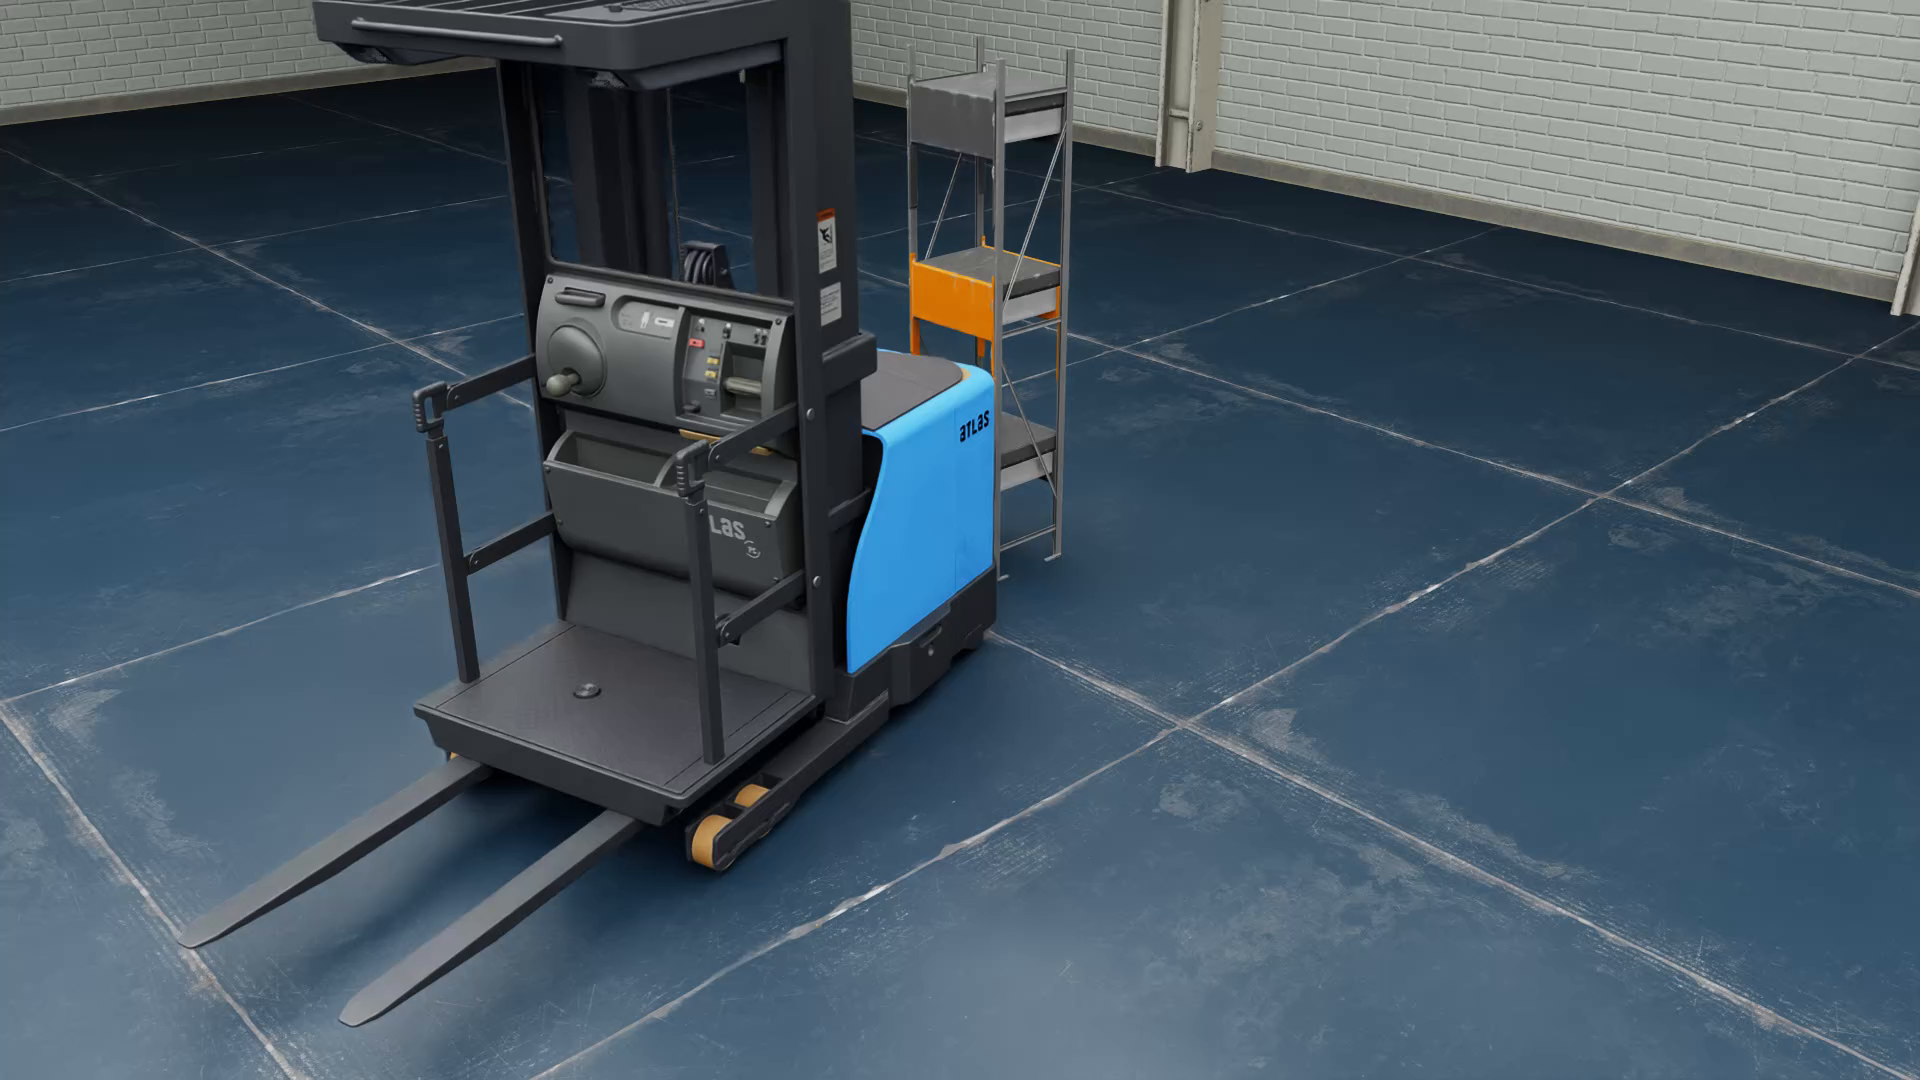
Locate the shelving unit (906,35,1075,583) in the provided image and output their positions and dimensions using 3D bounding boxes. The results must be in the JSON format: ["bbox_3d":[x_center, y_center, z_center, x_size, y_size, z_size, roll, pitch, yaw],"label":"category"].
[{"bbox_3d":[0.113,-0.905,6.704,0.431,2.100,0.503,-21,32,-38],"label":"shelving unit"}]

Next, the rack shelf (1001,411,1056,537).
[{"bbox_3d":[0.113,-0.256,7.000,0.431,0.518,0.480,-21,32,-38],"label":"rack shelf"}]

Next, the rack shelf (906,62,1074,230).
[{"bbox_3d":[0.113,-1.530,6.419,0.431,0.518,0.480,-21,32,-38],"label":"rack shelf"}]

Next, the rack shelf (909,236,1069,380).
[{"bbox_3d":[0.113,-0.893,6.710,0.431,0.518,0.480,-21,32,-38],"label":"rack shelf"}]

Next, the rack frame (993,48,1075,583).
[{"bbox_3d":[0.280,-0.831,6.542,0.400,2.100,0.015,-21,32,-38],"label":"rack frame"}]

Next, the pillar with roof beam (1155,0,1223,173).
[{"bbox_3d":[-1.220,-6.080,9.734,9.100,9.000,0.400,-21,32,-38],"label":"pillar with roof beam"}]

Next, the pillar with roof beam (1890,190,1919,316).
[{"bbox_3d":[2.881,-4.262,5.750,9.100,9.000,0.400,-21,32,-38],"label":"pillar with roof beam"}]

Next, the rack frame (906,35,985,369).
[{"bbox_3d":[-0.054,-0.979,6.866,0.400,2.100,0.015,-21,32,-38],"label":"rack frame"}]

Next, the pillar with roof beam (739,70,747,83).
[{"bbox_3d":[-5.321,-7.897,13.719,9.100,9.000,0.400,-21,32,-38],"label":"pillar with roof beam"}]

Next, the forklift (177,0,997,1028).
[{"bbox_3d":[-1.029,-0.547,4.918,1.130,2.935,3.031,13,28,27],"label":"forklift"}]
